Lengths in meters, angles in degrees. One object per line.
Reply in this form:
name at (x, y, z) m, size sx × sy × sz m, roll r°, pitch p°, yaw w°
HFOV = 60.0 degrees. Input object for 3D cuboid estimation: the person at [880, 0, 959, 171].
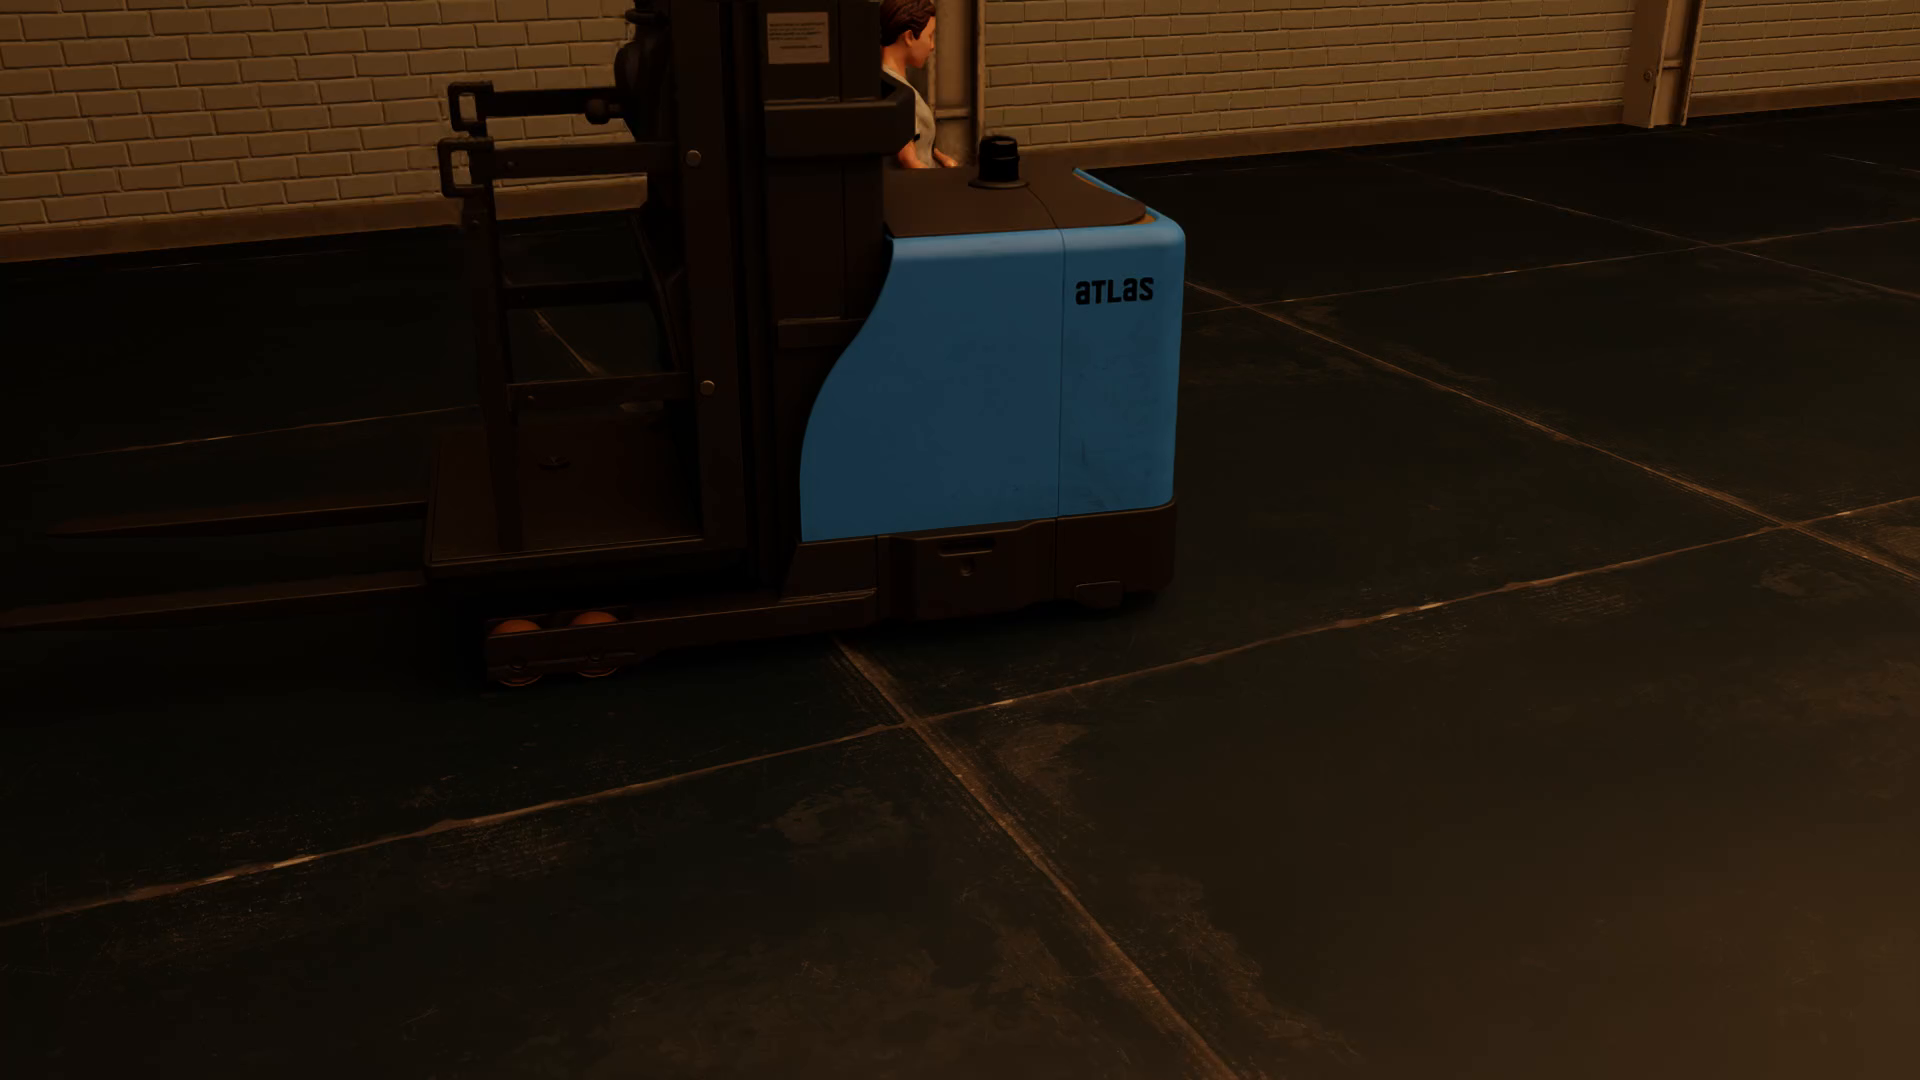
person at (-0.153, -1.207, 6.088) m, size 0.806 × 1.543 × 0.906 m, roll -4°, pitch 23°, yaw -10°

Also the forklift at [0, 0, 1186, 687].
forklift at (-0.975, -1.206, 4.190) m, size 3.031 × 2.935 × 1.130 m, roll -6°, pitch 23°, yaw -13°
